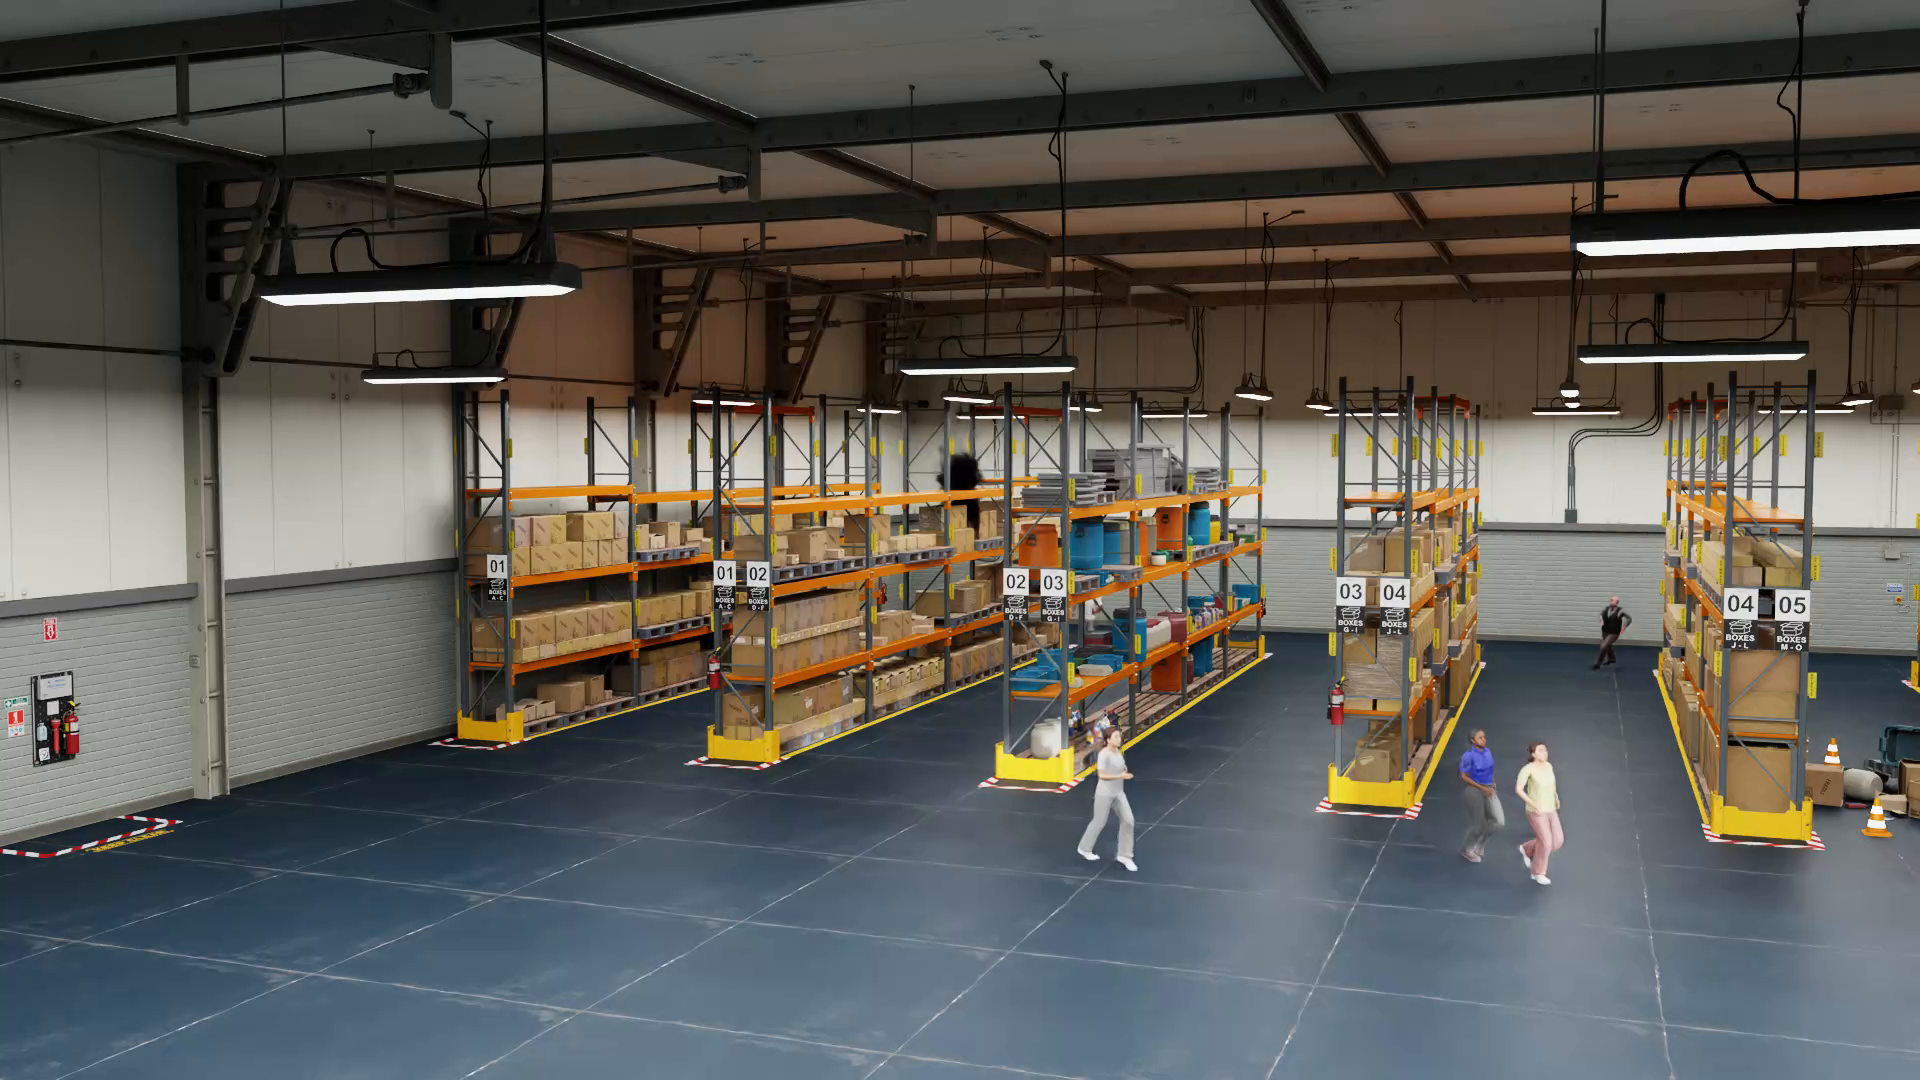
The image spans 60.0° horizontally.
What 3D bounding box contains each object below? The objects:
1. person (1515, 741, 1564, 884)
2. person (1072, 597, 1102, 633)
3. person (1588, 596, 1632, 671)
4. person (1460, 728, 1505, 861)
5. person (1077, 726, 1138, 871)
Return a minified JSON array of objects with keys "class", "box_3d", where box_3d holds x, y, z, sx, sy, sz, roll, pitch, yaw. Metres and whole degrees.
[{"class":"person","box_3d":[6.690,3.137,19.244,0.580,1.627,0.547,-1,3,-25]},{"class":"person","box_3d":[2.850,1.797,37.544,0.711,1.745,0.694,1,3,11]},{"class":"person","box_3d":[14.691,2.112,37.517,0.889,1.708,0.777,-2,4,-30]},{"class":"person","box_3d":[6.319,3.087,20.111,0.590,1.615,0.552,-2,4,-28]},{"class":"person","box_3d":[1.769,3.072,19.860,0.825,1.708,0.511,3,4,44]}]
